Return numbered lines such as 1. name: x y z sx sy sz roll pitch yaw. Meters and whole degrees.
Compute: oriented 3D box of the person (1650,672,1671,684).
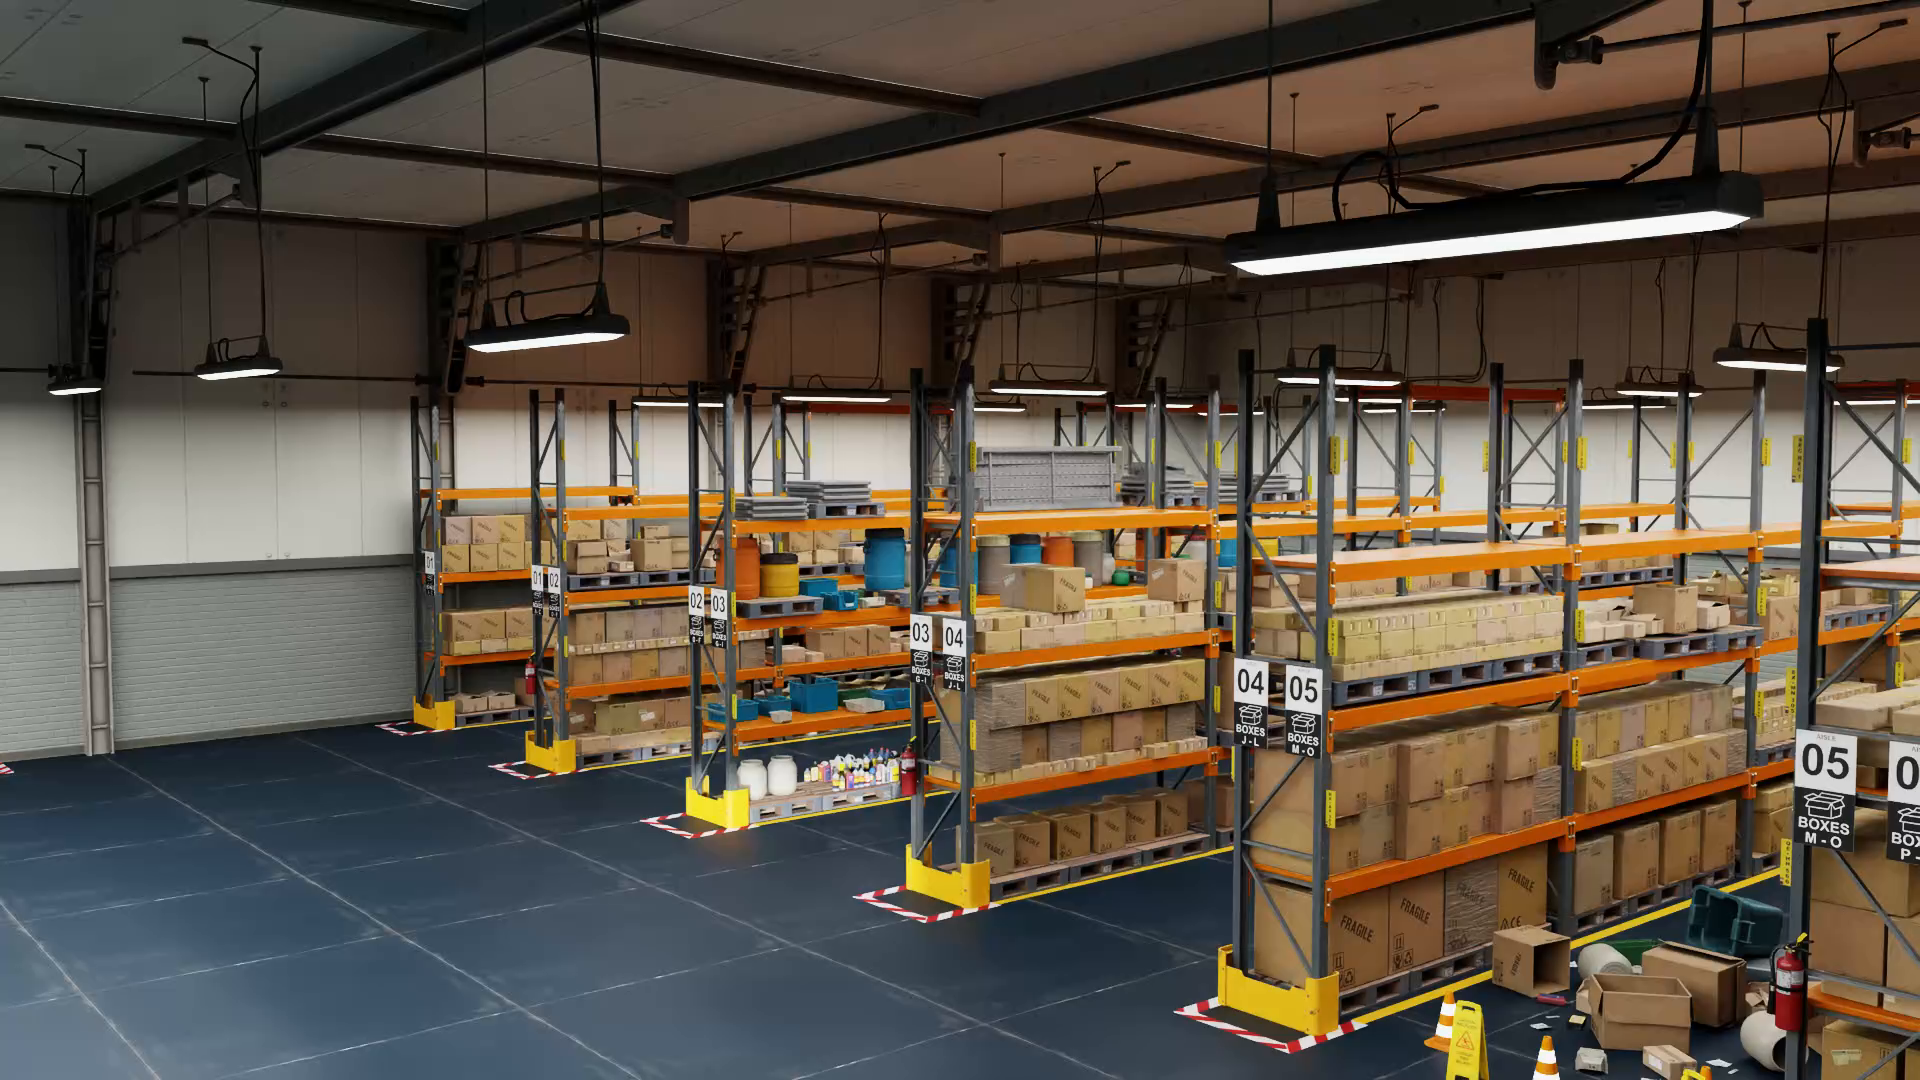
1. person: 10.968 2.790 25.878 0.674 1.739 0.636 3 4 37
